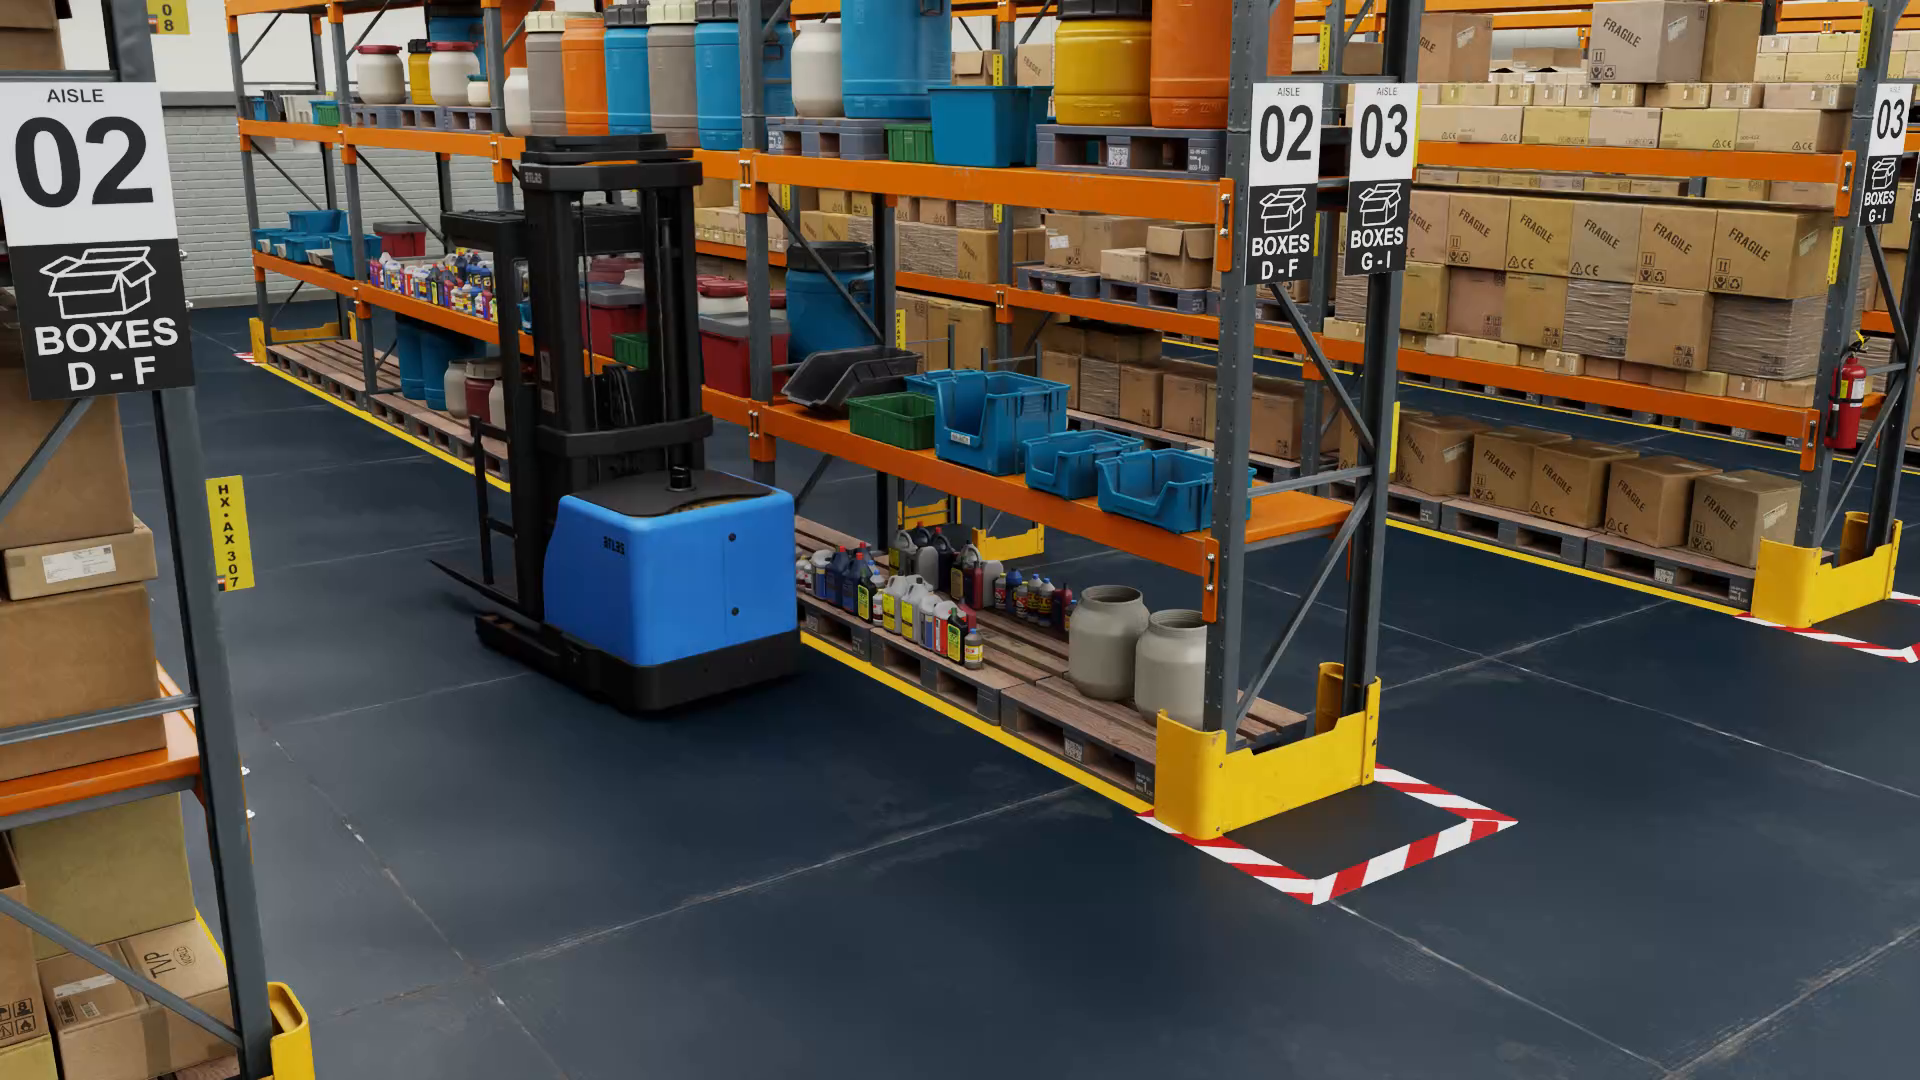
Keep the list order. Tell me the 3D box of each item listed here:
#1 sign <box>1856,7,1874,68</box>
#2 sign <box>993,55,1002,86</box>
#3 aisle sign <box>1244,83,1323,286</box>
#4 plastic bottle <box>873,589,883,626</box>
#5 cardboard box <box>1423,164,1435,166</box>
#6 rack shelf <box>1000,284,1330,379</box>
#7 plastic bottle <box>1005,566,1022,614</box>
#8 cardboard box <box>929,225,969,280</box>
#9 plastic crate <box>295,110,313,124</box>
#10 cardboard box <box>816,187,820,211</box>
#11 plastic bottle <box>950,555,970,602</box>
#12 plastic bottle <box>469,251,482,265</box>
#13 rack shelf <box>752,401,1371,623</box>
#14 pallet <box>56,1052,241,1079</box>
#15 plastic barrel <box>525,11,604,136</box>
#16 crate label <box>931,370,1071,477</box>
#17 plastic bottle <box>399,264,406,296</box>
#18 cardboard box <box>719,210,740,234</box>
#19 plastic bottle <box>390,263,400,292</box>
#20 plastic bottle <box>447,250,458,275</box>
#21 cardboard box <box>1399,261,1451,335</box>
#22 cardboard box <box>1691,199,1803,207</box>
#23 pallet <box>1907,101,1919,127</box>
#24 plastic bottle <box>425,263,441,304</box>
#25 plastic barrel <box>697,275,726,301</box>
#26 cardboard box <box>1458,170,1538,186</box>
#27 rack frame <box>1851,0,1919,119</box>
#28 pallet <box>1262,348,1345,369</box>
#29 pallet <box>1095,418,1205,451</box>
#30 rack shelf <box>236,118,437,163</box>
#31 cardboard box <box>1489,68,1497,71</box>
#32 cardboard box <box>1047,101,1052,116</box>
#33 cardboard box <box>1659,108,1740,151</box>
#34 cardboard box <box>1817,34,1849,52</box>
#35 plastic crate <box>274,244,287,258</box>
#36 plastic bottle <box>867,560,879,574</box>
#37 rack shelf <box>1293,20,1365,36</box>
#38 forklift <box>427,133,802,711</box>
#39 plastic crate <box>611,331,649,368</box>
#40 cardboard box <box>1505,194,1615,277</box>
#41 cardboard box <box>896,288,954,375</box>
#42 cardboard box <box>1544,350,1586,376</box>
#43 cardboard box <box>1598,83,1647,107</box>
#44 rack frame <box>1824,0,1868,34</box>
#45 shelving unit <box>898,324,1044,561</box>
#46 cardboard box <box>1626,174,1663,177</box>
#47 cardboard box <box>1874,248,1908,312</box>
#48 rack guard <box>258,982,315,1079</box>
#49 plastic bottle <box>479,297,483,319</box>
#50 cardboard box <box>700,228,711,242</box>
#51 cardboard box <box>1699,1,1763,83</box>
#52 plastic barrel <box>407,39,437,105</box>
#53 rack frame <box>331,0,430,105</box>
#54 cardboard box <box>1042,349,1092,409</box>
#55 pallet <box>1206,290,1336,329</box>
[{"bbox_3d":[5.052,-2.805,9.284,0.100,0.325,0.005,-11,19,-35],"label":"sign"},{"bbox_3d":[0.355,-4.371,15.554,0.100,0.325,0.005,-11,19,-35],"label":"sign"},{"bbox_3d":[1.308,-1.437,6.719,0.394,0.787,0.004,-11,19,-35],"label":"aisle sign"},{"bbox_3d":[-0.448,0.380,9.473,0.097,0.201,0.097,0,15,0],"label":"plastic bottle"},{"bbox_3d":[6.821,-5.401,24.045,0.500,0.500,0.500,-11,19,-35],"label":"cardboard box"},{"bbox_3d":[1.985,-1.947,14.872,1.077,0.370,4.000,-11,19,-35],"label":"rack shelf"},{"bbox_3d":[0.313,0.286,9.684,0.097,0.271,0.097,0,15,0],"label":"plastic bottle"},{"bbox_3d":[0.030,-2.944,16.961,0.500,0.500,0.500,-11,19,-35],"label":"cardboard box"},{"bbox_3d":[-6.605,-4.339,17.064,0.293,0.136,0.466,-11,19,-35],"label":"plastic crate"},{"bbox_3d":[-1.618,-4.150,19.858,0.500,0.500,0.500,-11,19,-35],"label":"cardboard box"},{"bbox_3d":[0.001,0.224,9.889,0.061,0.283,0.133,-11,19,-35],"label":"plastic bottle"},{"bbox_3d":[-4.636,-2.598,15.980,0.144,0.351,0.185,-11,19,-35],"label":"plastic bottle"},{"bbox_3d":[0.330,-0.324,8.942,1.077,0.370,4.000,-11,19,-35],"label":"rack shelf"},{"bbox_3d":[-2.986,1.712,5.422,1.003,0.211,1.213,-11,19,-35],"label":"pallet"},{"bbox_3d":[-2.890,-3.432,12.303,0.600,0.901,0.600,0,15,0],"label":"plastic barrel"},{"bbox_3d":[0.205,-0.613,8.565,0.502,0.435,0.616,-11,19,-35],"label":"crate label"},{"bbox_3d":[-5.157,-2.416,15.444,0.061,0.283,0.133,-11,19,-35],"label":"plastic bottle"},{"bbox_3d":[-2.622,-3.919,20.435,0.500,0.250,0.500,-10,18,-33],"label":"cardboard box"},{"bbox_3d":[-5.324,-2.480,15.698,0.097,0.271,0.097,0,15,0],"label":"plastic bottle"},{"bbox_3d":[-4.861,-2.615,16.042,0.144,0.351,0.185,-11,19,-35],"label":"plastic bottle"},{"bbox_3d":[3.641,-1.841,12.368,0.875,0.500,0.500,-11,19,-35],"label":"cardboard box"},{"bbox_3d":[5.121,-1.955,10.889,0.500,0.500,0.500,-11,19,-35],"label":"cardboard box"},{"bbox_3d":[8.418,-3.583,13.971,1.003,0.211,1.213,-11,19,-35],"label":"pallet"},{"bbox_3d":[-4.700,-2.302,14.896,0.144,0.351,0.185,-11,19,-35],"label":"plastic bottle"},{"bbox_3d":[-1.917,-1.651,12.171,0.433,0.535,0.433,0,15,0],"label":"plastic barrel"},{"bbox_3d":[5.738,-3.686,17.777,0.700,0.500,0.500,-11,19,-35],"label":"cardboard box"},{"bbox_3d":[5.512,-3.907,9.304,1.000,3.000,0.127,-11,19,-35],"label":"rack frame"},{"bbox_3d":[4.422,-2.292,20.050,1.003,0.211,1.213,-11,19,-35],"label":"pallet"},{"bbox_3d":[1.980,-0.949,15.144,1.003,0.211,1.213,-11,19,-35],"label":"pallet"},{"bbox_3d":[-6.725,-4.334,17.909,1.077,0.370,4.000,-11,19,-35],"label":"rack shelf"},{"bbox_3d":[5.737,-4.948,17.973,0.500,0.311,0.500,-11,19,-35],"label":"cardboard box"},{"bbox_3d":[0.879,-3.956,15.450,0.500,0.250,0.500,-10,18,-34],"label":"cardboard box"},{"bbox_3d":[4.728,-2.557,10.340,0.500,0.250,0.500,-11,19,-34],"label":"cardboard box"},{"bbox_3d":[7.620,-4.284,14.343,0.380,0.149,0.250,-11,19,-35],"label":"cardboard box"},{"bbox_3d":[-7.502,-3.233,18.591,0.250,0.136,0.298,-11,19,-35],"label":"plastic crate"},{"bbox_3d":[-0.524,0.254,9.800,0.097,0.271,0.097,0,15,0],"label":"plastic bottle"},{"bbox_3d":[5.297,-7.895,25.994,1.077,0.370,4.000,-11,19,-35],"label":"rack shelf"},{"bbox_3d":[-2.223,-0.844,9.607,1.130,2.935,3.031,-13,20,-39],"label":"forklift"},{"bbox_3d":[-2.098,-1.324,11.634,0.450,0.188,0.662,-11,19,-35],"label":"plastic crate"},{"bbox_3d":[4.111,-2.087,11.373,0.500,0.500,0.500,-11,19,-35],"label":"cardboard box"},{"bbox_3d":[-0.098,-2.241,17.812,1.225,0.875,0.875,-11,19,-34],"label":"cardboard box"},{"bbox_3d":[4.211,-1.225,11.345,0.380,0.149,0.250,-11,19,-35],"label":"cardboard box"},{"bbox_3d":[4.338,-2.870,10.726,0.380,0.149,0.250,-12,19,-37],"label":"cardboard box"},{"bbox_3d":[12.838,-7.925,23.983,1.000,3.000,0.127,-11,19,-35],"label":"rack frame"},{"bbox_3d":[0.045,-0.707,11.819,0.587,1.500,1.083,-11,19,-35],"label":"shelving unit"},{"bbox_3d":[8.902,-4.522,21.367,0.500,0.500,0.500,-12,19,-36],"label":"cardboard box"},{"bbox_3d":[8.415,-2.266,14.389,0.875,0.550,0.500,-11,19,-35],"label":"cardboard box"},{"bbox_3d":[-2.489,1.734,4.792,1.175,0.500,0.348,-11,19,-35],"label":"rack guard"},{"bbox_3d":[-3.969,-1.954,13.909,0.097,0.201,0.097,0,15,0],"label":"plastic bottle"},{"bbox_3d":[-3.048,-3.853,20.949,0.380,0.149,0.250,-11,19,-36],"label":"cardboard box"},{"bbox_3d":[4.858,-3.252,10.893,0.500,0.500,0.500,-11,19,-35],"label":"cardboard box"},{"bbox_3d":[-4.849,-4.384,15.576,0.600,0.588,0.600,0,15,0],"label":"plastic barrel"},{"bbox_3d":[-5.550,-5.700,15.857,1.000,3.000,0.127,-11,19,-35],"label":"rack frame"},{"bbox_3d":[1.219,-1.588,16.098,0.700,0.500,0.500,-12,19,-37],"label":"cardboard box"},{"bbox_3d":[2.829,-1.961,13.921,1.003,0.211,1.213,-11,19,-35],"label":"pallet"}]
